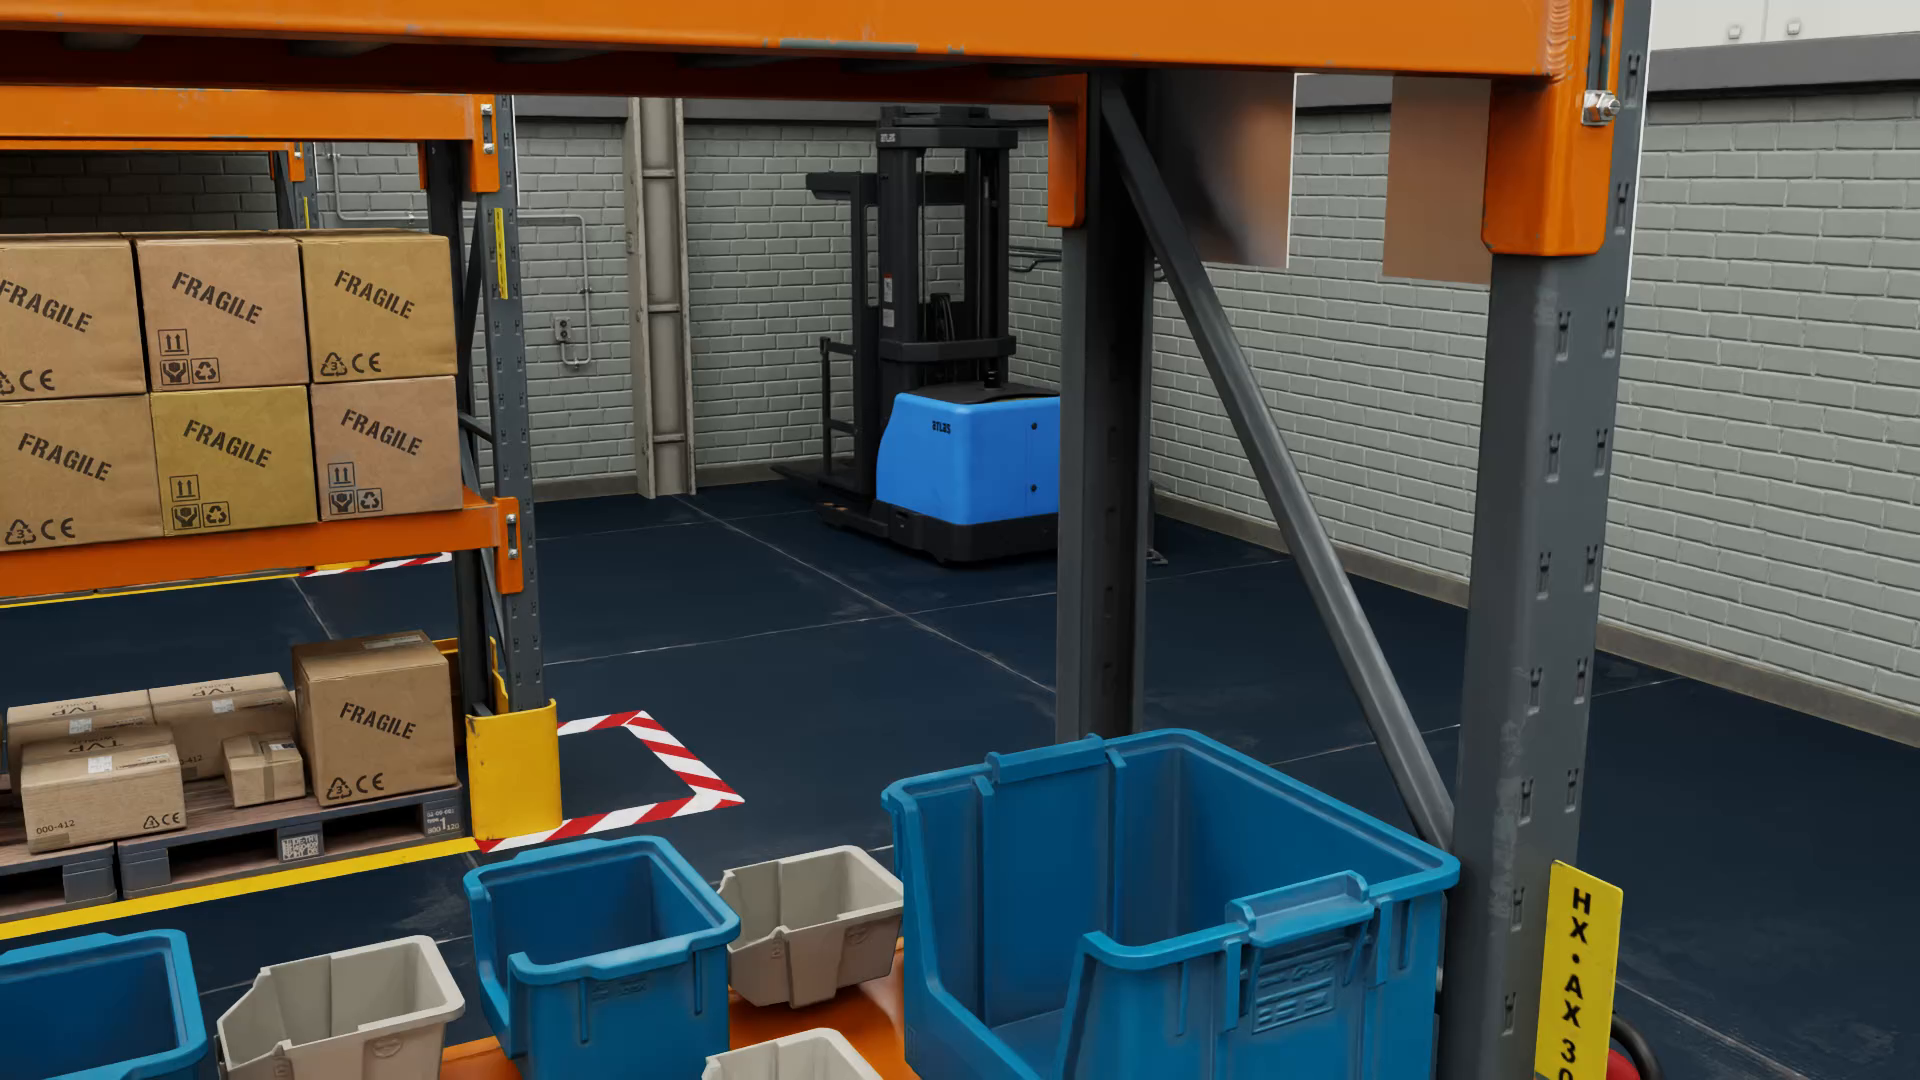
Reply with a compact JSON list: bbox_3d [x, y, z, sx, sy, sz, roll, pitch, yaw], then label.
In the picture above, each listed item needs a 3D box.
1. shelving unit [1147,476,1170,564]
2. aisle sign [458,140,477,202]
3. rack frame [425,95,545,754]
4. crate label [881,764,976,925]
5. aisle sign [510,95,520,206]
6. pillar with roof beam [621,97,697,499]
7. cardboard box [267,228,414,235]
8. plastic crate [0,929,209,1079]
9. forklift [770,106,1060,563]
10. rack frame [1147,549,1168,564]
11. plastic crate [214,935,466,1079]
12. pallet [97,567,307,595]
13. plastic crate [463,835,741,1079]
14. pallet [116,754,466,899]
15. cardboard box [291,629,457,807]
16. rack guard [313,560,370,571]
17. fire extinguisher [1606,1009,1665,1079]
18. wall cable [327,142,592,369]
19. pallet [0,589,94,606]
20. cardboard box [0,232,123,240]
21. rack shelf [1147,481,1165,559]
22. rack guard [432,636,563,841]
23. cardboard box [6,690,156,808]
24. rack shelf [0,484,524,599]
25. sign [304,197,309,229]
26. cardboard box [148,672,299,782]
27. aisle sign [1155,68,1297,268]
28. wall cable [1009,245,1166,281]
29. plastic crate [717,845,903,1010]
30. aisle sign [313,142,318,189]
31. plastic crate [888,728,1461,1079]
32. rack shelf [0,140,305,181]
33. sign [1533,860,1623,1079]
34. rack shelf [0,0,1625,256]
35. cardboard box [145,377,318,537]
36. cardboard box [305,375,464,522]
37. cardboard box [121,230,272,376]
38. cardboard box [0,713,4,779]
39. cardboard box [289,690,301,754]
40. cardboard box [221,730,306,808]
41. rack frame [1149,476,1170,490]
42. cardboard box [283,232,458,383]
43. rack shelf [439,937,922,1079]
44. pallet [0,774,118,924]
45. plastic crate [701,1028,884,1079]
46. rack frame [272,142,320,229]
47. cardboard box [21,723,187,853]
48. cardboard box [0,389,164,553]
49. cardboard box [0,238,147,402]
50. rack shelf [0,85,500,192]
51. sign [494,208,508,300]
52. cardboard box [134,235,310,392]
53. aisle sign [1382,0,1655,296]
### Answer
[{"bbox_3d":[0.971,-0.302,11.761,0.431,0.503,2.100,-2,12,-10],"label":"shelving unit"},{"bbox_3d":[-1.999,-1.764,6.694,0.004,0.787,0.394,-7,14,-28],"label":"aisle sign"},{"bbox_3d":[-1.918,-0.432,6.696,0.127,3.000,1.000,-7,14,-28],"label":"rack frame"},{"bbox_3d":[0.077,0.538,2.631,0.303,0.233,0.416,-7,14,-28],"label":"crate label"},{"bbox_3d":[-1.712,-1.648,6.180,0.004,0.787,0.394,-7,14,-28],"label":"aisle sign"},{"bbox_3d":[-0.277,-3.934,8.594,0.400,9.000,9.100,-7,14,-28],"label":"pillar with roof beam"},{"bbox_3d":[-2.434,-0.972,6.593,0.500,0.500,0.500,-6,14,-26],"label":"cardboard box"},{"bbox_3d":[-1.078,0.677,2.015,0.300,0.233,0.416,-7,14,-28],"label":"plastic crate"},{"bbox_3d":[-0.397,-1.552,11.829,1.130,2.935,3.031,-8,15,-32],"label":"forklift"},{"bbox_3d":[0.971,-0.064,11.812,0.400,0.015,2.100,-2,12,-10],"label":"rack frame"},{"bbox_3d":[-0.839,0.674,2.245,0.298,0.136,0.250,-7,14,-28],"label":"plastic crate"},{"bbox_3d":[-4.959,0.074,10.801,1.213,0.211,1.003,-7,14,-28],"label":"pallet"},{"bbox_3d":[-0.500,0.607,2.323,0.300,0.233,0.416,-7,14,-28],"label":"plastic crate"},{"bbox_3d":[-2.684,1.021,6.593,1.213,0.211,1.003,-7,14,-28],"label":"pallet"},{"bbox_3d":[-2.277,0.678,6.457,0.500,0.500,0.500,-7,14,-28],"label":"cardboard box"},{"bbox_3d":[-4.274,-0.169,11.222,0.348,0.500,1.175,-7,14,-28],"label":"rack guard"},{"bbox_3d":[0.802,0.815,2.183,0.183,0.674,0.296,-7,14,-28],"label":"fire extinguisher"},{"bbox_3d":[-3.624,-2.199,12.233,1.851,1.984,0.084,-7,14,-28],"label":"wall cable"},{"bbox_3d":[-6.029,0.201,10.235,1.213,0.211,1.003,-7,14,-28],"label":"pallet"},{"bbox_3d":[-3.331,-0.864,6.113,0.500,0.500,0.500,-7,14,-27],"label":"cardboard box"},{"bbox_3d":[1.099,-0.154,11.075,0.431,0.480,0.518,-2,12,-10],"label":"rack shelf"},{"bbox_3d":[-1.985,0.796,6.935,0.348,0.500,1.175,-7,14,-28],"label":"rack guard"},{"bbox_3d":[-3.409,0.803,6.471,0.500,0.250,0.500,-7,14,-28],"label":"cardboard box"},{"bbox_3d":[-3.674,0.130,5.840,4.000,0.370,1.077,-7,14,-28],"label":"rack shelf"},{"bbox_3d":[-4.047,-1.960,10.312,0.005,0.325,0.100,-7,14,-28],"label":"sign"},{"bbox_3d":[-2.970,0.750,6.704,0.500,0.250,0.500,-7,14,-28],"label":"cardboard box"},{"bbox_3d":[0.373,-0.810,2.455,0.004,0.787,0.394,-7,14,-28],"label":"aisle sign"},{"bbox_3d":[0.841,-3.324,12.956,0.112,2.526,3.097,-7,14,-28],"label":"wall cable"},{"bbox_3d":[-0.244,0.603,2.562,0.298,0.136,0.250,-7,14,-28],"label":"plastic crate"},{"bbox_3d":[-4.088,-2.604,10.427,0.004,0.787,0.394,-7,14,-28],"label":"aisle sign"},{"bbox_3d":[0.247,0.548,2.125,0.499,0.435,0.616,-7,14,-28],"label":"plastic crate"},{"bbox_3d":[-6.051,-2.288,9.751,4.000,0.370,1.077,-7,14,-28],"label":"rack shelf"},{"bbox_3d":[0.730,0.548,1.971,0.005,0.325,0.100,-7,14,-28],"label":"sign"},{"bbox_3d":[-1.304,-0.379,1.267,4.000,0.370,1.077,-7,14,-28],"label":"rack shelf"},{"bbox_3d":[-2.635,-0.326,5.997,0.500,0.500,0.500,-7,14,-27],"label":"cardboard box"},{"bbox_3d":[-2.181,-0.381,6.242,0.500,0.500,0.500,-6,14,-26],"label":"cardboard box"},{"bbox_3d":[-2.889,-0.916,6.342,0.500,0.500,0.500,-7,14,-27],"label":"cardboard box"},{"bbox_3d":[-3.783,0.794,5.934,0.637,0.503,0.797,-7,14,-28],"label":"cardboard box"},{"bbox_3d":[-2.670,0.740,6.940,0.250,0.166,0.380,-7,14,-28],"label":"cardboard box"},{"bbox_3d":[-2.676,0.866,6.381,0.250,0.166,0.380,-7,14,-28],"label":"cardboard box"},{"bbox_3d":[0.971,-0.541,11.709,0.400,0.015,2.100,-2,12,-10],"label":"rack frame"},{"bbox_3d":[-2.177,-0.869,6.131,0.500,0.500,0.500,-7,14,-28],"label":"cardboard box"},{"bbox_3d":[-1.304,1.085,1.596,4.000,0.370,1.077,-7,14,-28],"label":"rack shelf"},{"bbox_3d":[-3.754,1.148,6.027,1.213,0.211,1.003,-7,14,-28],"label":"pallet"},{"bbox_3d":[-0.177,0.743,1.938,0.243,0.136,0.396,-7,14,-28],"label":"plastic crate"},{"bbox_3d":[-4.295,-1.386,10.936,0.127,3.000,1.000,-7,14,-28],"label":"rack frame"},{"bbox_3d":[-3.126,0.894,6.066,0.500,0.250,0.500,-7,14,-28],"label":"cardboard box"},{"bbox_3d":[-3.075,-0.274,5.768,0.500,0.500,0.500,-7,14,-27],"label":"cardboard box"},{"bbox_3d":[-3.073,-0.760,5.648,0.500,0.500,0.500,-6,14,-26],"label":"cardboard box"},{"bbox_3d":[-3.674,-1.334,5.510,4.000,0.370,1.077,-7,14,-28],"label":"rack shelf"},{"bbox_3d":[-1.670,-1.042,6.049,0.005,0.325,0.100,-7,14,-28],"label":"sign"},{"bbox_3d":[-2.620,-0.815,5.895,0.500,0.500,0.500,-6,14,-26],"label":"cardboard box"},{"bbox_3d":[0.655,-0.696,1.950,0.004,0.787,0.394,-7,14,-28],"label":"aisle sign"}]
